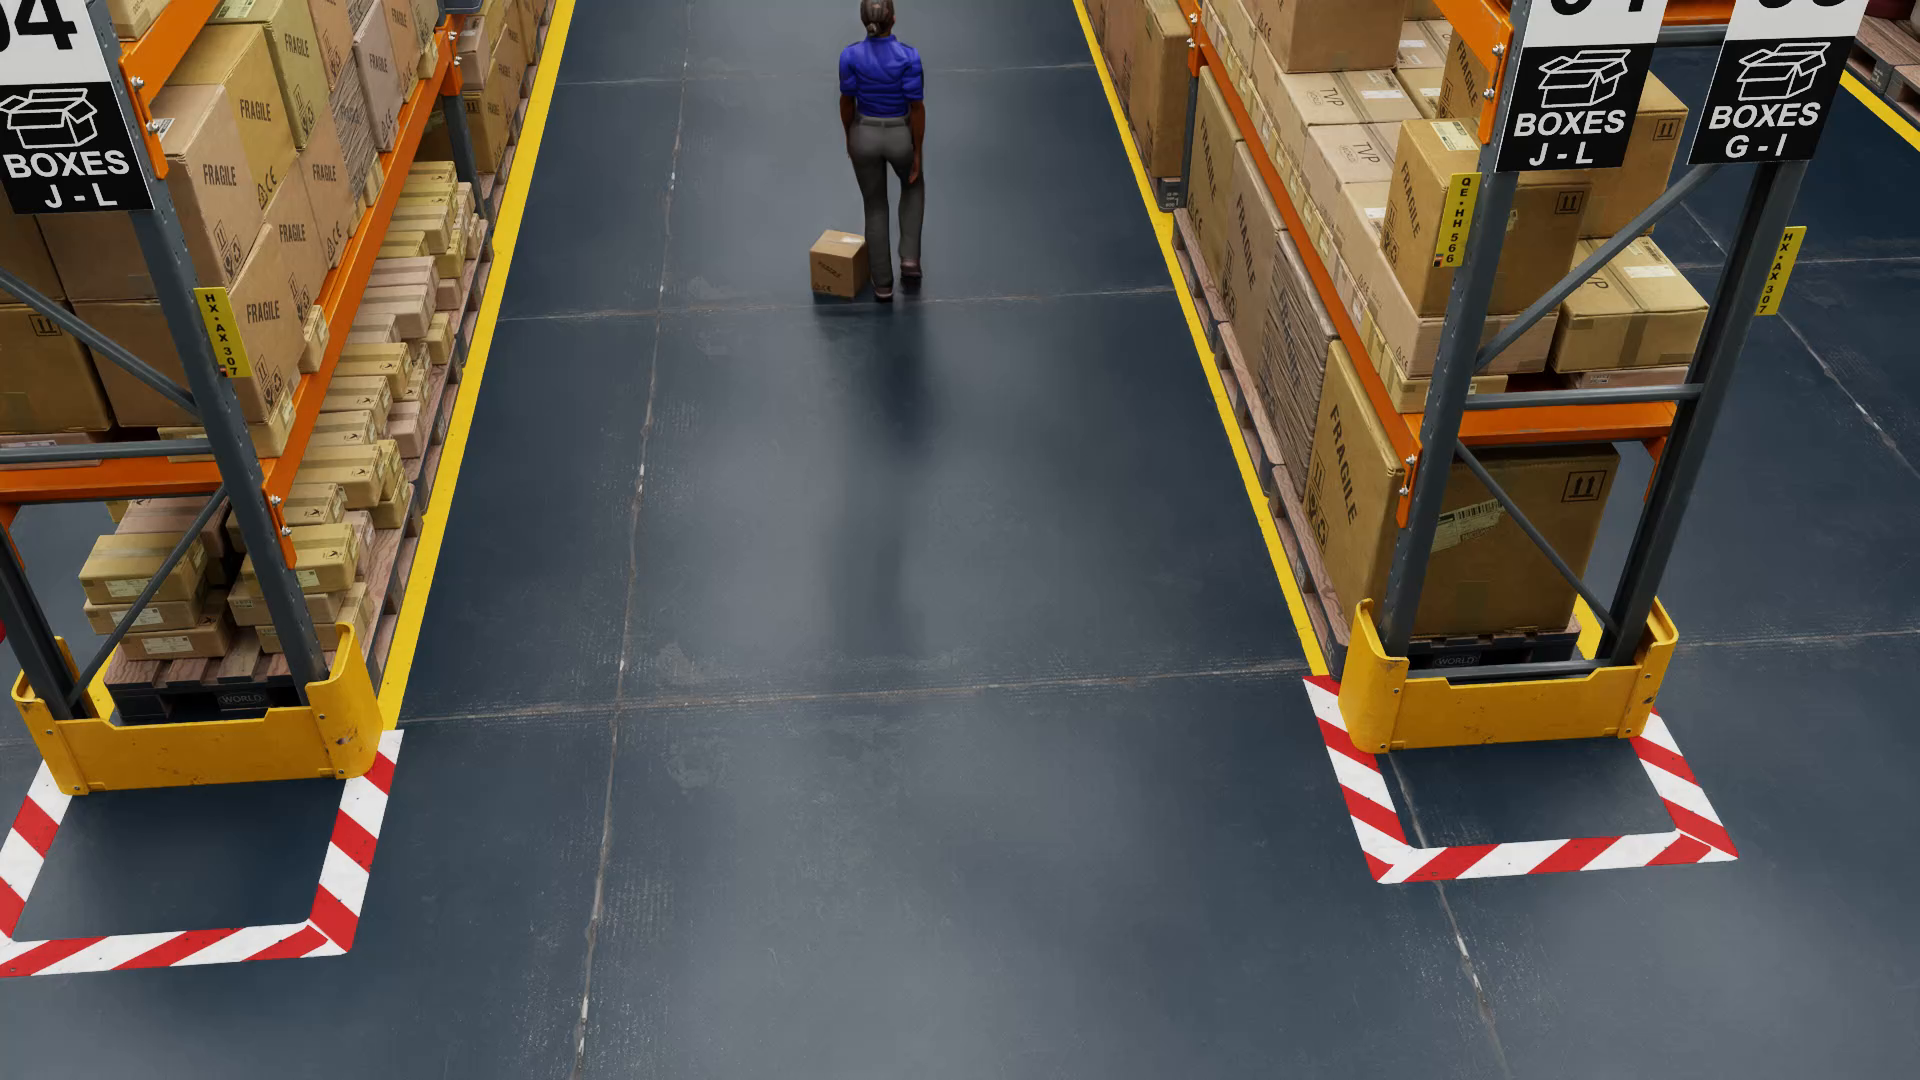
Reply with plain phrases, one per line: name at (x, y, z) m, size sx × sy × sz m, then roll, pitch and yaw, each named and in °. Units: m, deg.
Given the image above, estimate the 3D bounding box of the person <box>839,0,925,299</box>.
person at (-0.396, -2.051, 8.670) m, size 0.440 × 1.704 × 0.474 m, roll 0°, pitch 39°, yaw 0°
